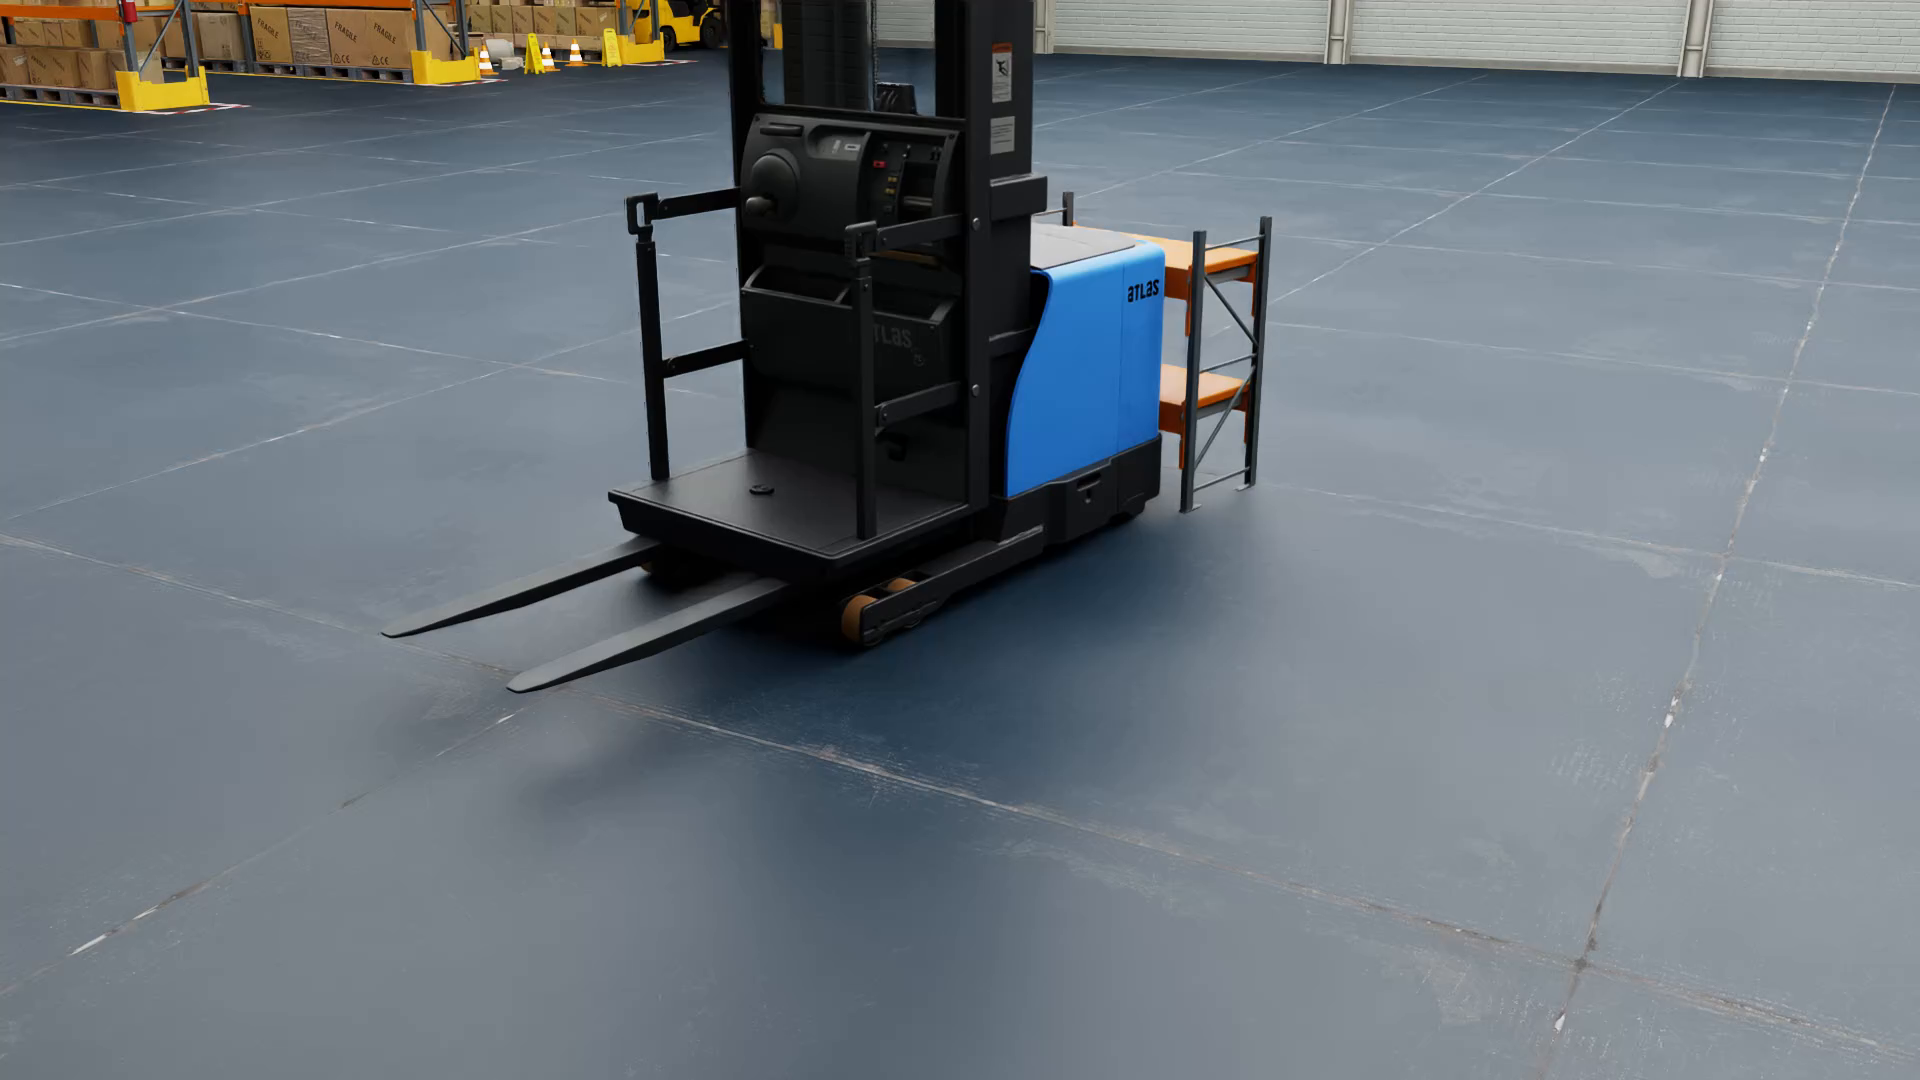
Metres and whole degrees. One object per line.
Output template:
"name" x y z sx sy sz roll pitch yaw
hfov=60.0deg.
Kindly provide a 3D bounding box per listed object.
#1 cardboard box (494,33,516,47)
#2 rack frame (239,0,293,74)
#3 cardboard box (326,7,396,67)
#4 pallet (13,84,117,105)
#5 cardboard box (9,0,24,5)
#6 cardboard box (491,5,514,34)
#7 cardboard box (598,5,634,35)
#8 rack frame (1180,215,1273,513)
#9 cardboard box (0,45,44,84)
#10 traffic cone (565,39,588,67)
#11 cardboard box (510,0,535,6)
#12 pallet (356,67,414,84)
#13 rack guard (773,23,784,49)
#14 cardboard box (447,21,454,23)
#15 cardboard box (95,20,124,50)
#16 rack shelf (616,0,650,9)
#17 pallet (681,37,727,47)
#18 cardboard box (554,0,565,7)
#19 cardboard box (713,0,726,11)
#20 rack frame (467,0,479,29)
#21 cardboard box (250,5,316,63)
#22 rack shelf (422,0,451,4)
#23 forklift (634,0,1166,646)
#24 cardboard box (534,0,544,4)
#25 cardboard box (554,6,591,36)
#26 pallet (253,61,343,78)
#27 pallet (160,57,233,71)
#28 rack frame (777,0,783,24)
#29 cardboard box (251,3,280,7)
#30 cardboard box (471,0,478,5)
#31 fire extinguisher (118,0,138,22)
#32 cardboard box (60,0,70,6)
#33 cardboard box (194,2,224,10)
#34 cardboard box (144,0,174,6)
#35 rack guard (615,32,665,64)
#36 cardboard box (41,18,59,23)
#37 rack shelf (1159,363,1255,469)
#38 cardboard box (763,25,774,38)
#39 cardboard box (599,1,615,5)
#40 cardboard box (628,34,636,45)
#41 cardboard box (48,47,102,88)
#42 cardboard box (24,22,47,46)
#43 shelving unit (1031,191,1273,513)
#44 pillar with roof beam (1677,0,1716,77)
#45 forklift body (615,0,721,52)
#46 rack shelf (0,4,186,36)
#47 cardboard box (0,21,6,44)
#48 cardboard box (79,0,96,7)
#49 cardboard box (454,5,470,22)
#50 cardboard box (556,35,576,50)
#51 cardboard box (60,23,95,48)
"cardboard box" -8.501 -9.526 31.644 0.500 0.250 0.500 12 23 30
"rack frame" -11.682 -9.395 27.865 0.127 3.000 1.000 11 23 27
"cardboard box" -9.583 -8.167 26.980 0.875 0.875 0.875 10 22 26
"pallet" -12.516 -6.320 23.479 1.213 0.211 1.003 11 23 27
"cardboard box" -12.832 -7.446 22.861 0.250 0.149 0.380 11 23 27
"cardboard box" -8.499 -9.878 31.515 0.500 0.500 0.500 12 23 29
"cardboard box" -6.454 -9.697 31.017 0.500 0.500 0.500 10 22 26
"rack frame" 1.065 -0.702 6.652 0.032 1.125 0.500 18 26 40
"cardboard box" -13.356 -6.786 23.723 0.500 0.500 0.500 -17 26 -39
"traffic cone" -6.868 -8.715 29.711 0.334 0.463 0.336 11 23 27
"cardboard box" -8.207 -10.101 31.179 0.250 0.149 0.380 12 23 30
"pallet" -8.926 -7.528 26.809 1.213 0.211 1.003 11 23 27
"rack guard" -3.425 -10.519 34.631 0.348 0.500 1.175 11 23 27
"cardboard box" -10.444 -10.052 32.916 0.625 0.372 0.950 12 23 31
"cardboard box" -14.686 -9.072 29.658 0.750 0.750 1.050 10 22 27
"rack shelf" -7.610 -10.214 31.180 4.000 0.370 1.077 11 23 27
"pallet" -5.195 -10.705 35.567 1.213 0.211 1.003 11 23 27
"cardboard box" -7.262 -9.921 30.683 0.250 0.149 0.380 11 23 28
"cardboard box" -4.895 -11.221 34.850 0.500 0.250 0.500 11 23 28
"rack frame" -9.354 -10.886 31.977 0.053 2.616 0.949 11 23 27
"cardboard box" -11.167 -8.468 27.810 0.875 0.875 0.875 11 23 28
"rack shelf" -9.936 -8.816 27.038 3.809 0.124 0.919 11 23 27
"forklift" -0.516 -1.223 5.438 1.130 2.935 3.031 15 25 36
"cardboard box" -9.318 -11.895 37.626 0.625 0.625 0.875 12 23 29
"cardboard box" -7.148 -9.619 30.799 0.500 0.500 0.500 12 23 29
"pallet" -11.056 -7.934 27.928 1.213 0.211 1.003 11 23 27
"pallet" -13.461 -8.392 29.191 1.213 0.211 1.003 11 23 27
"rack frame" -3.446 -11.698 34.215 0.127 3.000 1.000 11 23 27
"cardboard box" -14.187 -11.038 34.896 0.875 0.875 0.875 11 23 28
"cardboard box" -10.985 -12.363 38.146 0.250 0.149 0.380 10 22 25
"fire extinguisher" -10.822 -7.077 21.589 0.183 0.674 0.296 11 23 27
"cardboard box" -11.916 -7.306 22.474 0.250 0.149 0.380 11 23 27
"cardboard box" -15.760 -11.335 35.714 0.875 0.875 0.875 12 23 29
"cardboard box" -10.829 -7.270 22.376 0.250 0.149 0.380 11 23 27
"rack guard" -5.930 -9.057 30.601 0.348 0.500 1.175 11 23 27
"cardboard box" -16.345 -9.551 30.247 0.500 0.250 0.500 11 23 28
"rack shelf" 0.692 -0.590 7.060 1.000 0.278 0.538 18 26 40
"cardboard box" -4.011 -10.587 34.569 0.500 0.250 0.500 11 23 28
"cardboard box" -7.400 -11.528 36.613 0.625 0.625 0.875 12 23 30
"cardboard box" -6.433 -9.341 31.134 0.500 0.250 0.500 11 22 27
"cardboard box" -12.310 -6.600 23.210 0.500 0.500 0.500 13 24 32
"cardboard box" -16.797 -9.284 30.611 0.500 0.500 0.500 10 22 25
"shelving unit" 0.692 -0.820 6.977 1.048 1.125 0.538 18 26 40
"pillar with roof beam" 10.000 -10.627 22.466 0.400 9.000 9.100 11 23 27
"forklift body" -5.992 -11.071 33.732 1.214 2.155 2.313 11 23 27
"rack shelf" -12.443 -7.264 23.047 4.000 0.370 1.077 11 23 27
"cardboard box" -17.688 -9.458 31.090 0.500 0.500 0.500 12 23 30
"cardboard box" -11.508 -7.205 22.199 0.250 0.149 0.380 11 23 27
"cardboard box" -11.336 -12.144 38.493 0.500 0.500 0.500 10 22 26
"cardboard box" -7.149 -9.267 30.931 0.500 0.250 0.500 11 23 27
"cardboard box" -15.876 -9.114 30.141 0.500 0.500 0.500 11 23 27
